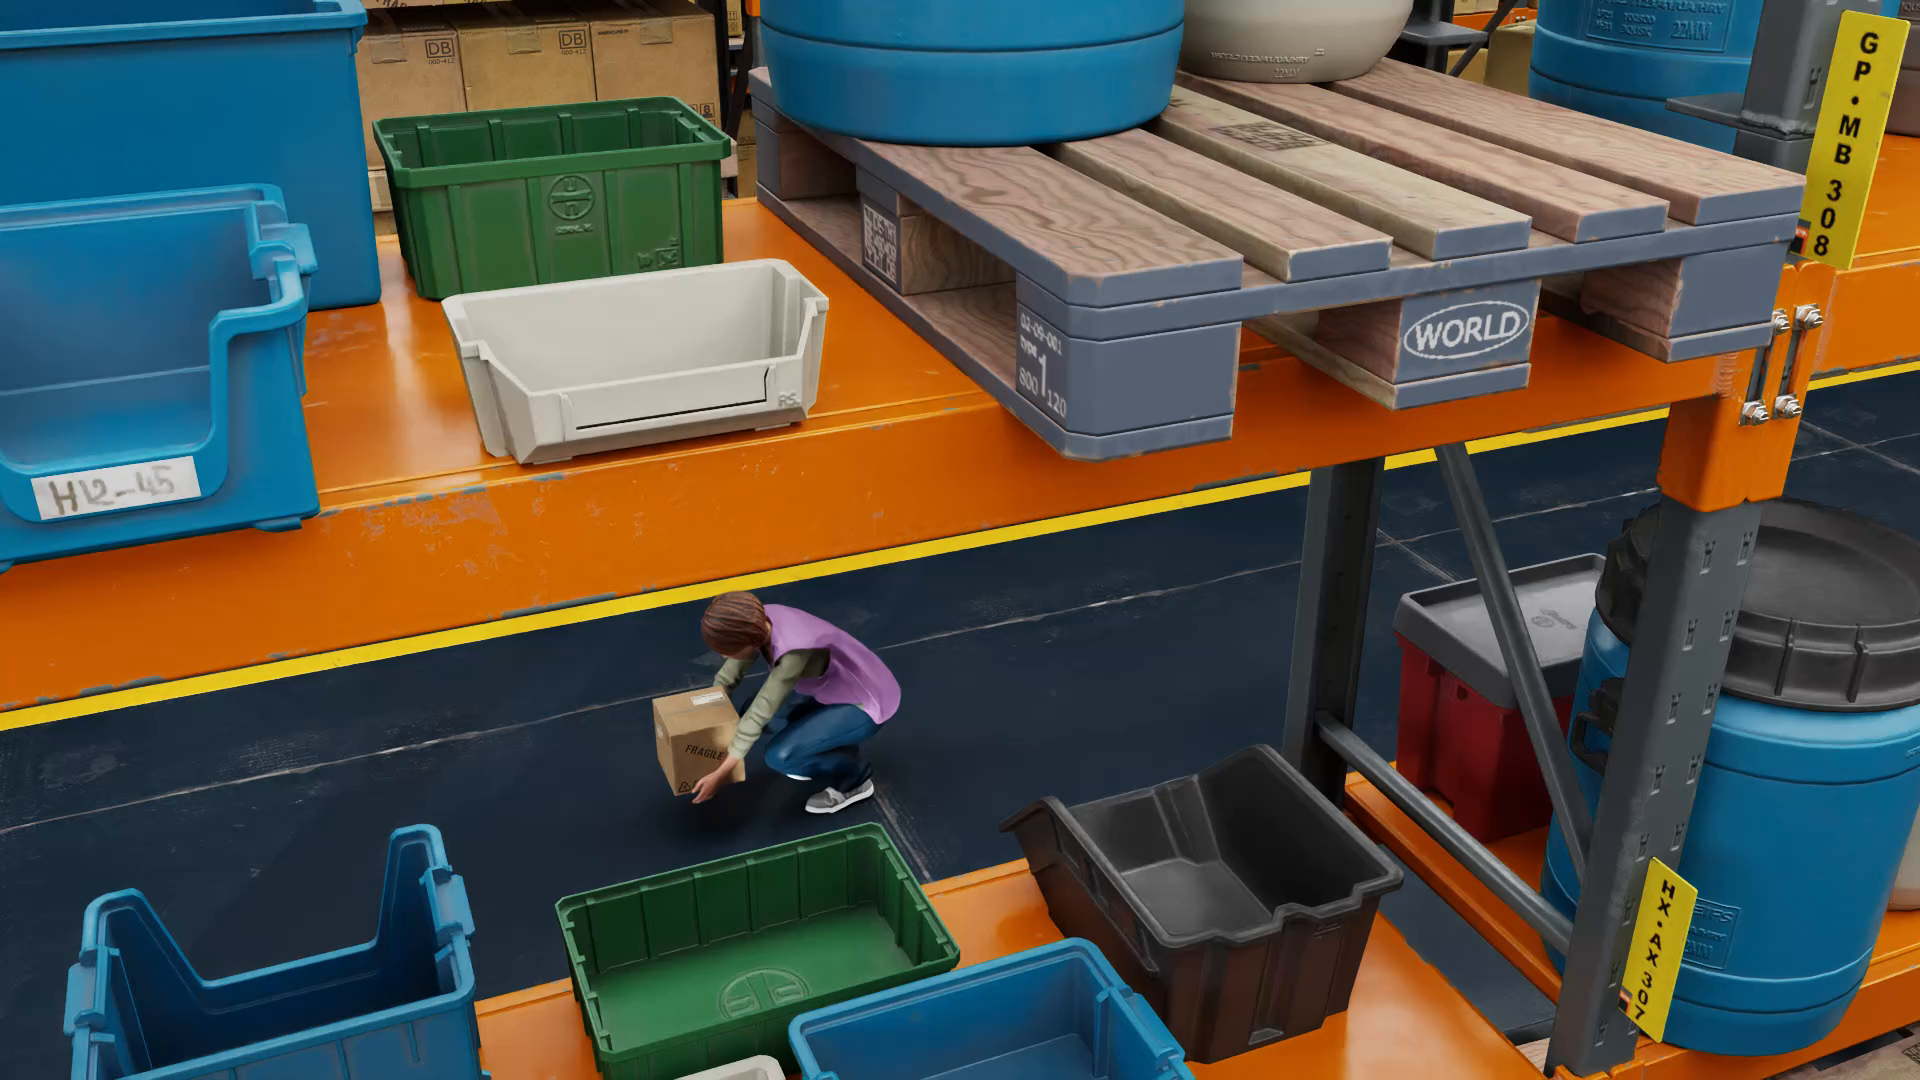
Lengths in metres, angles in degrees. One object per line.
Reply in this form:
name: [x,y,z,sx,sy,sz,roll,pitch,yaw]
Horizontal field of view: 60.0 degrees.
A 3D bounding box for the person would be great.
person: [-0.600,0.538,5.855,0.810,0.881,0.447,-11,28,-21]
